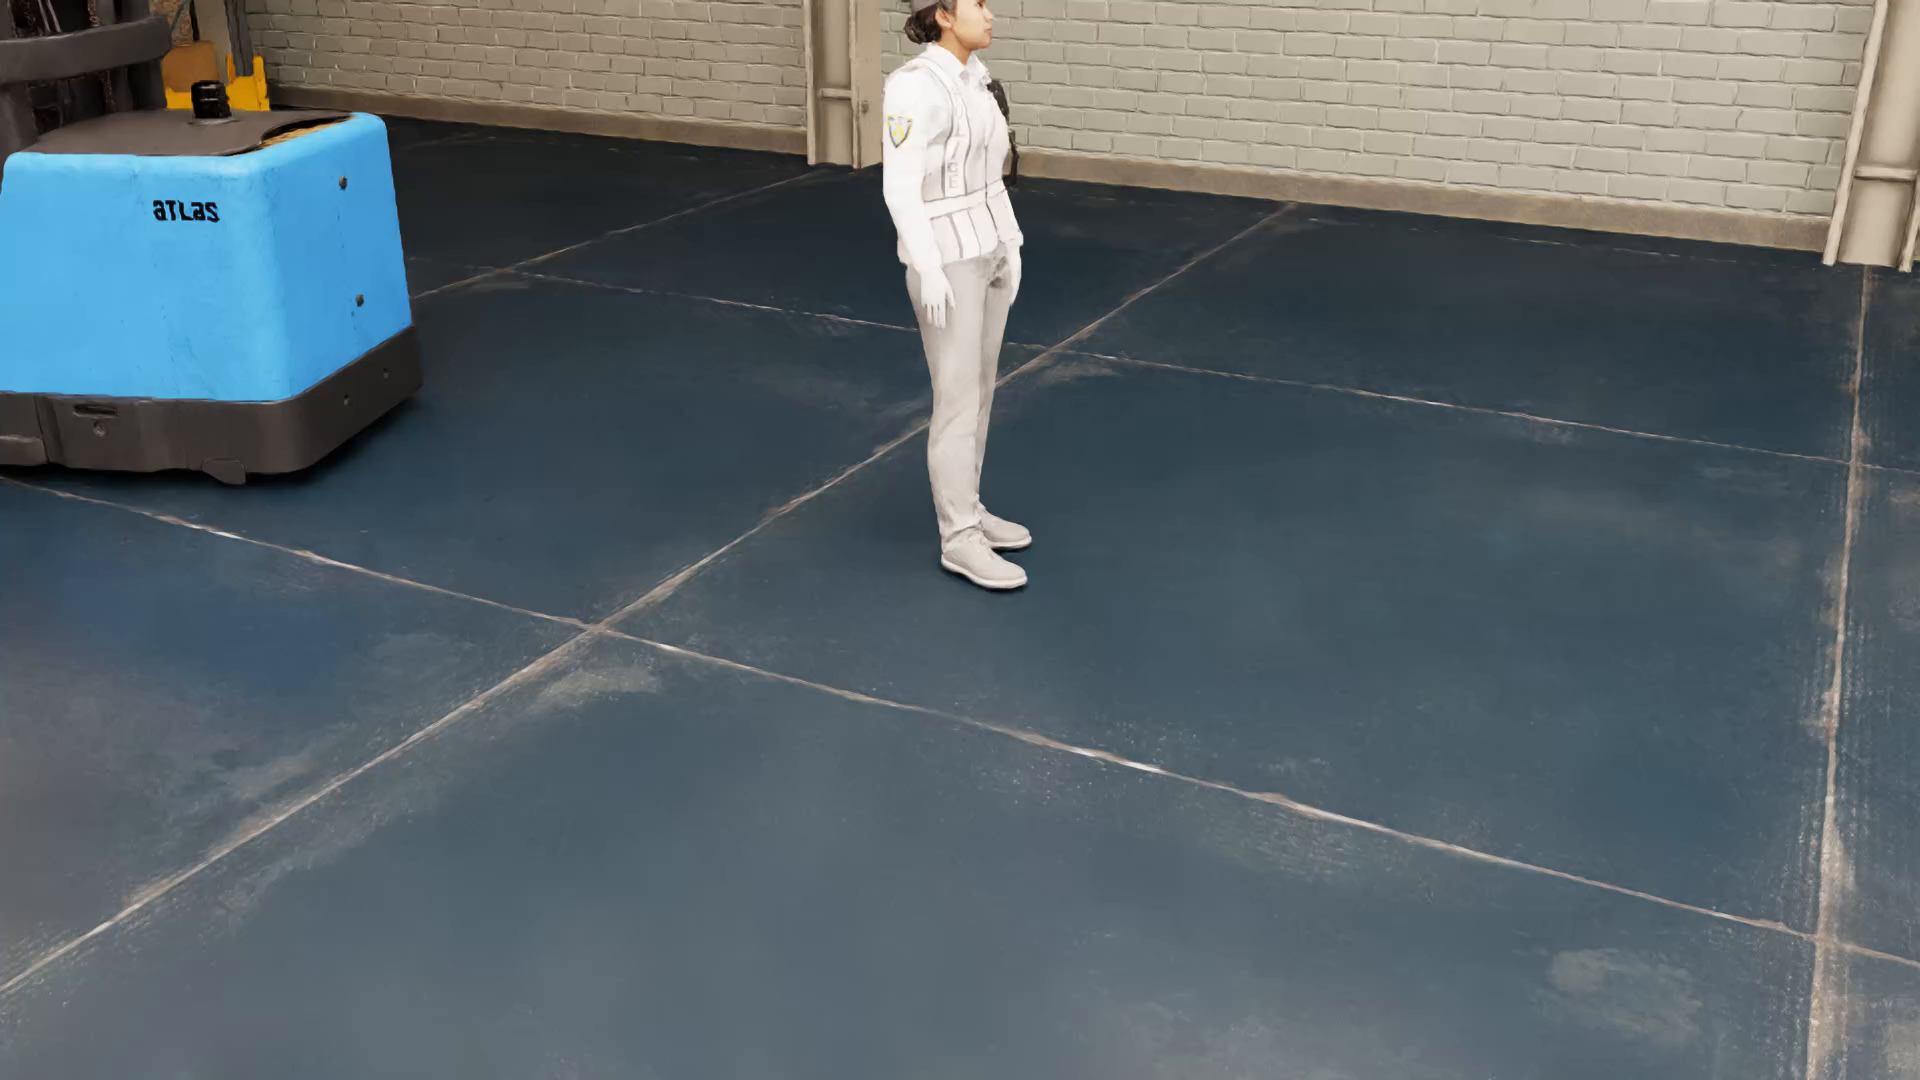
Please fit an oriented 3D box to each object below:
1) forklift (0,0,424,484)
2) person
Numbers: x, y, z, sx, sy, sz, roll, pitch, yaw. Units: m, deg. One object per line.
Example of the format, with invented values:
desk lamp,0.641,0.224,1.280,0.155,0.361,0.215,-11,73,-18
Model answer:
forklift,-3.574,-1.772,5.491,3.031,2.935,1.130,3,23,7
person,0.057,-0.773,4.698,0.533,1.695,0.586,11,25,25
